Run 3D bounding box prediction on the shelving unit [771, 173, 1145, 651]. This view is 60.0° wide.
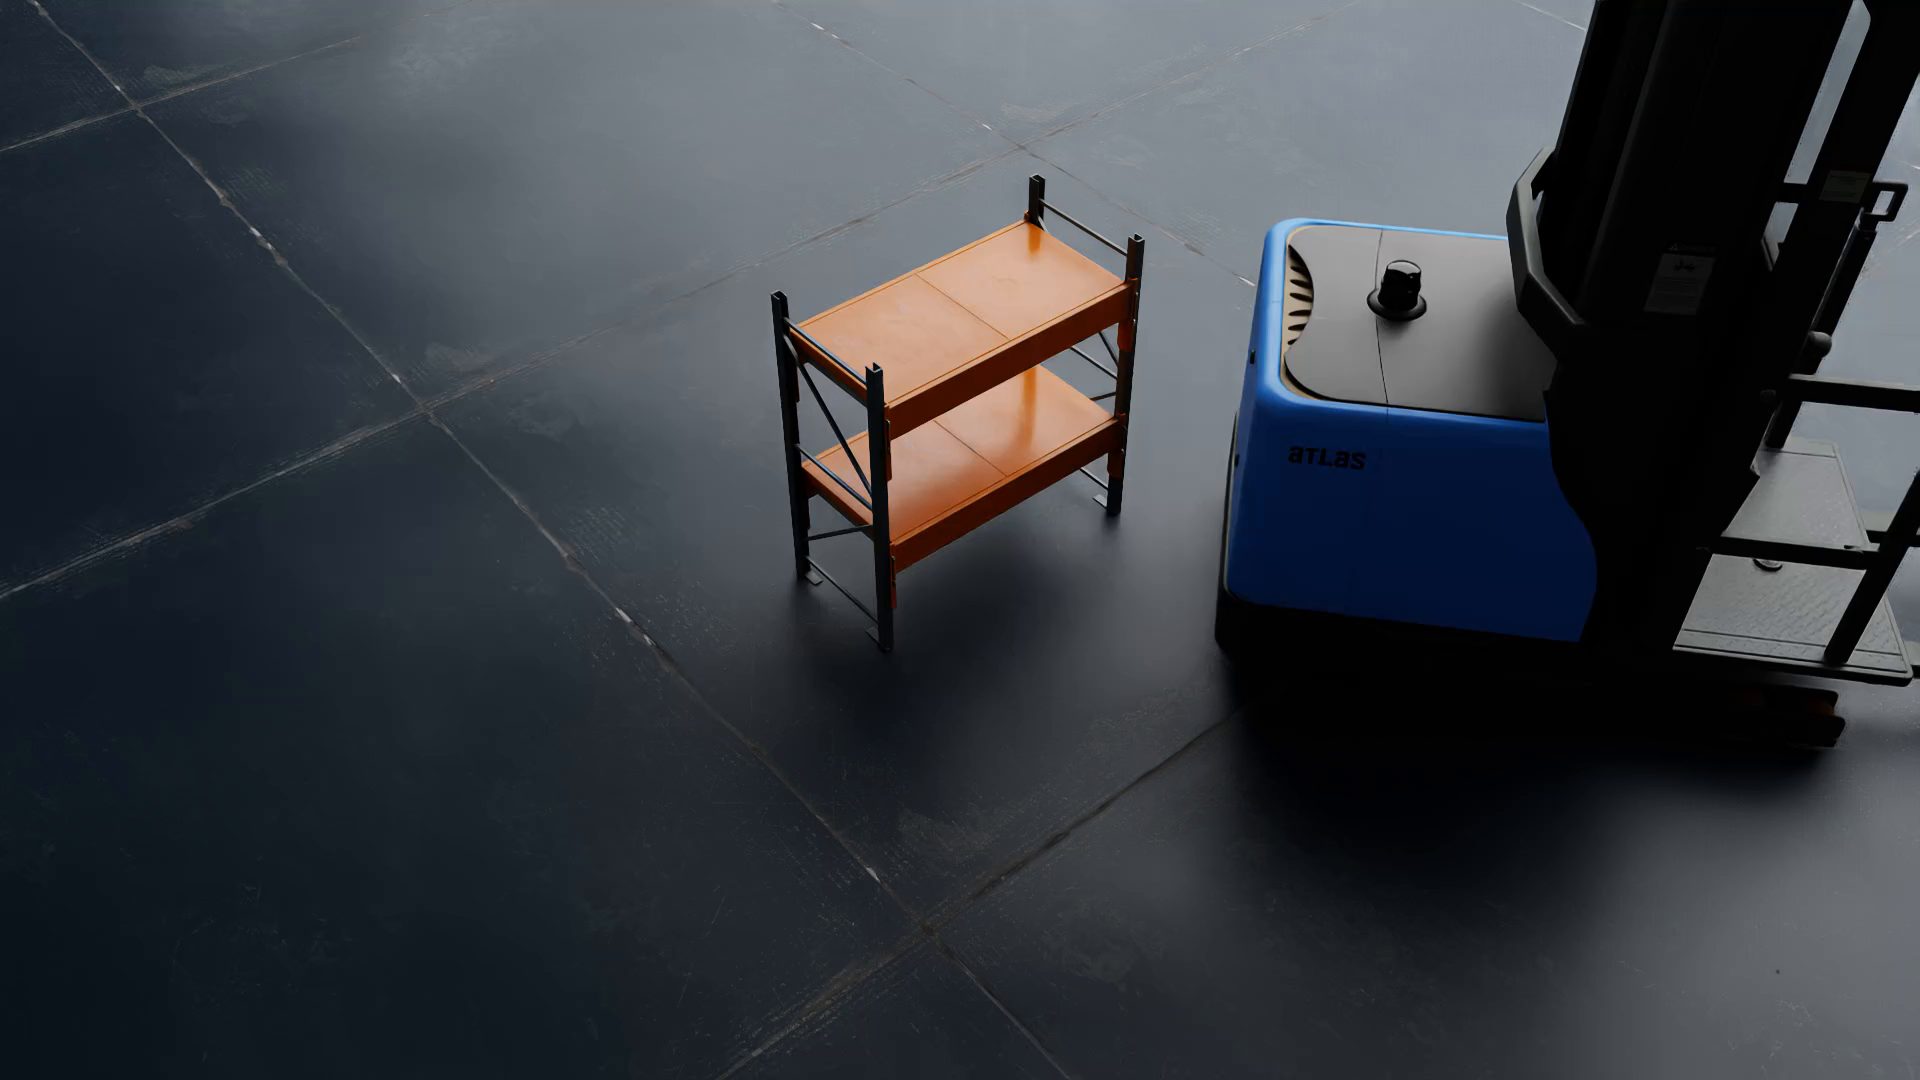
[{"bbox_3d":[0.005,-0.413,5.368,1.048,1.125,0.538,-30,51,-28],"label":"shelving unit"}]

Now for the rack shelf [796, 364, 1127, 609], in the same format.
[{"bbox_3d":[0.005,-0.235,5.535,1.000,0.278,0.538,-30,51,-28],"label":"rack shelf"}]

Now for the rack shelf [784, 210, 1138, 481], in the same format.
[{"bbox_3d":[0.005,-0.626,5.168,1.000,0.278,0.538,-30,51,-28],"label":"rack shelf"}]

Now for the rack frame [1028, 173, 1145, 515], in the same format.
[{"bbox_3d":[0.395,-0.636,5.606,0.032,1.125,0.500,-30,51,-28],"label":"rack frame"}]

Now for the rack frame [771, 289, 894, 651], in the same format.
[{"bbox_3d":[-0.385,-0.190,5.130,0.032,1.125,0.500,-30,51,-28],"label":"rack frame"}]

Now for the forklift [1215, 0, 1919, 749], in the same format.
[{"bbox_3d":[2.379,-0.826,4.489,3.031,2.935,1.130,7,44,7],"label":"forklift"}]
